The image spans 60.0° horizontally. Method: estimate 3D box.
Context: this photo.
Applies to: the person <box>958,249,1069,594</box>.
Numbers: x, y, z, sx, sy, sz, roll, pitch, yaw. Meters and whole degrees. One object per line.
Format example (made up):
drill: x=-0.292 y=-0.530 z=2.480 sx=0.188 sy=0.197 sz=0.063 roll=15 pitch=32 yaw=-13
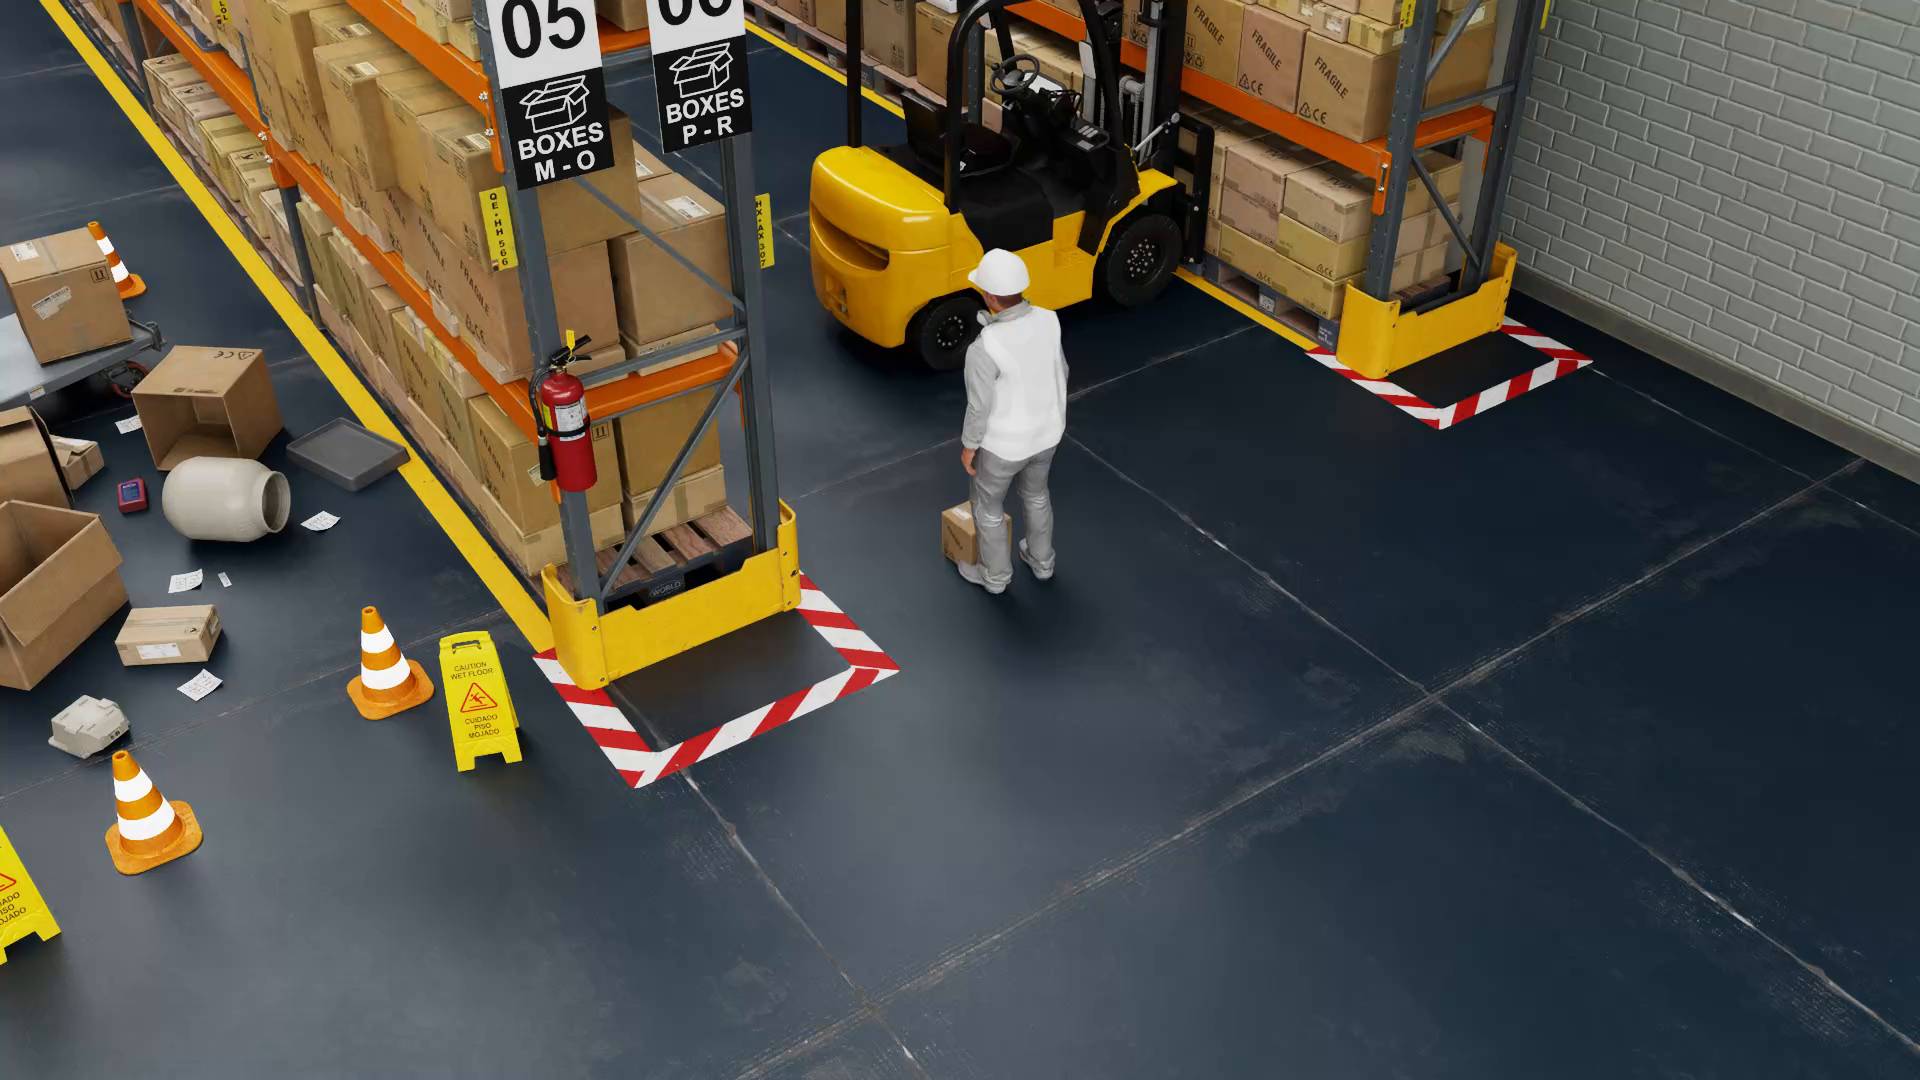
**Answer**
person: x=0.236 y=-0.514 z=7.686 sx=0.579 sy=1.769 sz=0.475 roll=-24 pitch=43 yaw=-30
